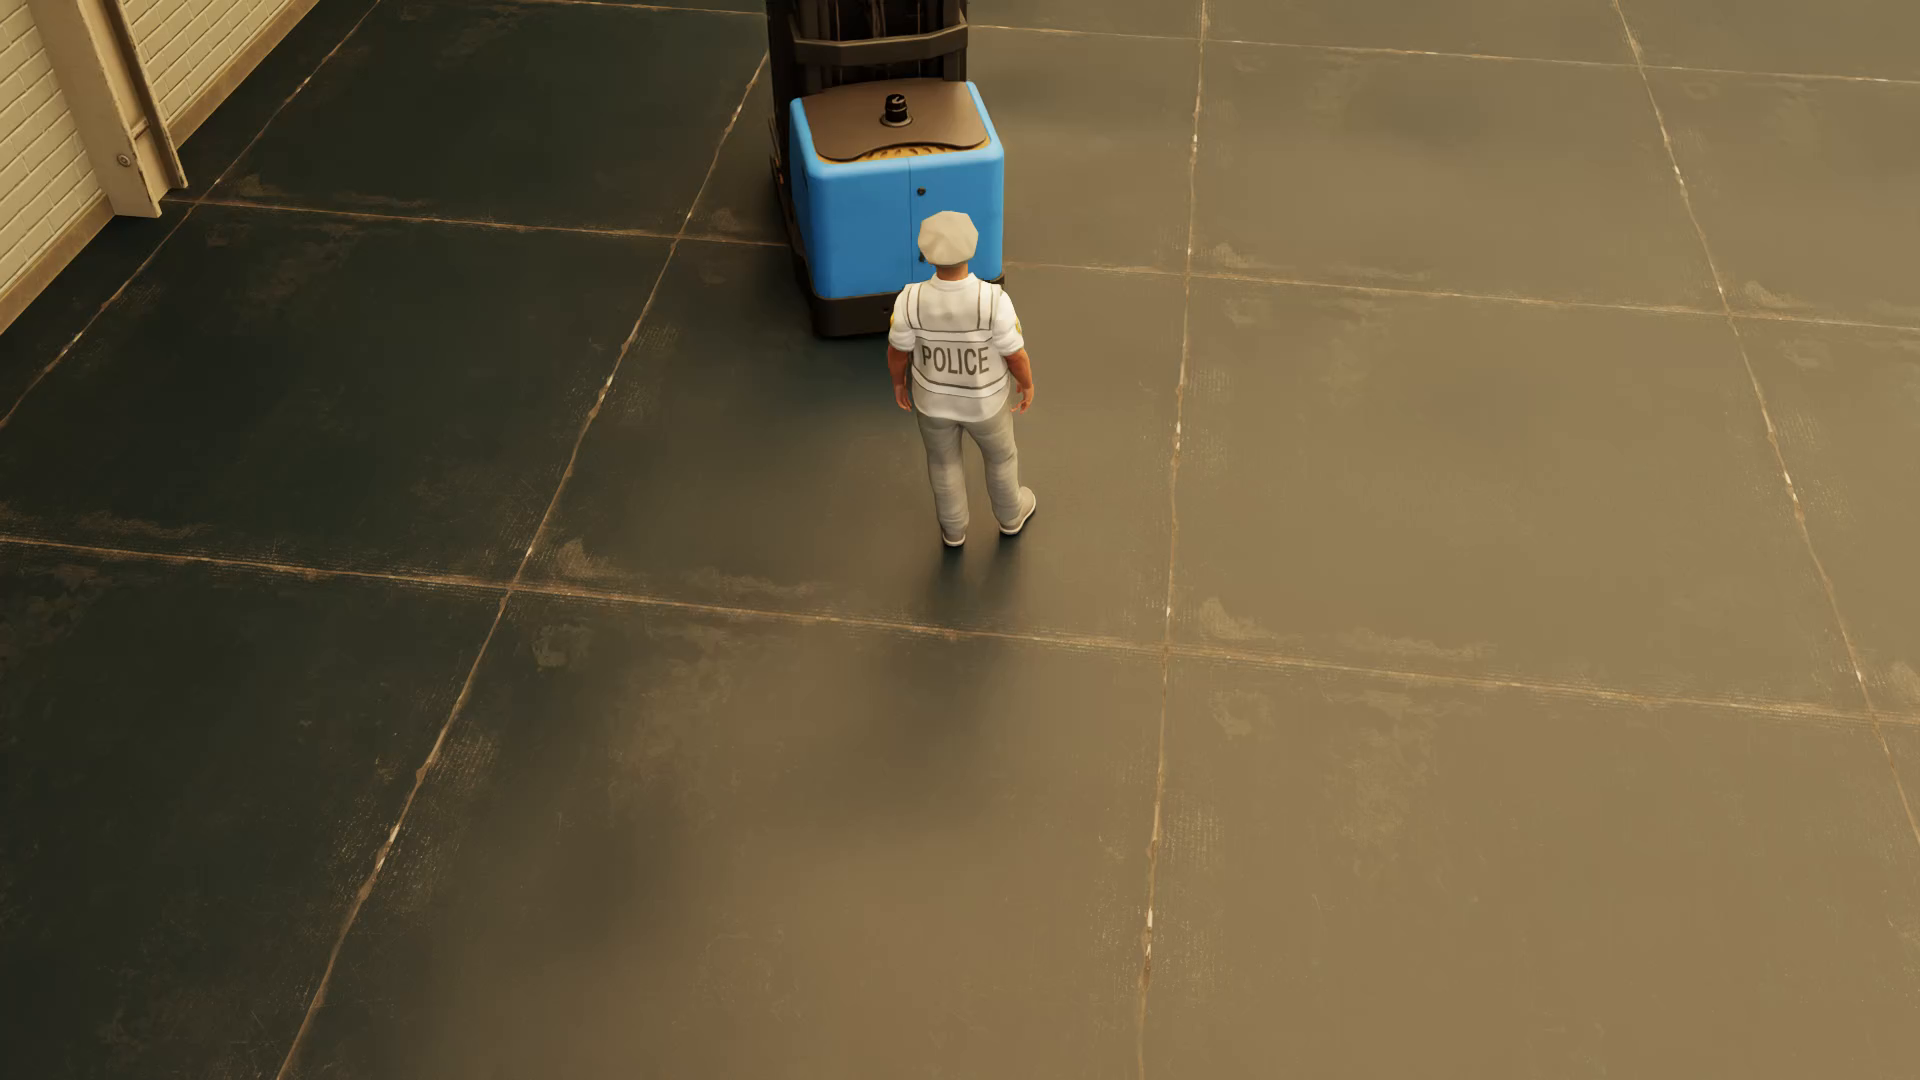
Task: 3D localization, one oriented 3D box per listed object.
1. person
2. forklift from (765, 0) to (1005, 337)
[{"bbox_3d":[0.021,-0.714,7.338,0.641,1.781,0.574,5,43,6],"label":"person"},{"bbox_3d":[-0.554,-3.186,9.192,1.130,2.935,3.031,-8,43,-8],"label":"forklift"}]
